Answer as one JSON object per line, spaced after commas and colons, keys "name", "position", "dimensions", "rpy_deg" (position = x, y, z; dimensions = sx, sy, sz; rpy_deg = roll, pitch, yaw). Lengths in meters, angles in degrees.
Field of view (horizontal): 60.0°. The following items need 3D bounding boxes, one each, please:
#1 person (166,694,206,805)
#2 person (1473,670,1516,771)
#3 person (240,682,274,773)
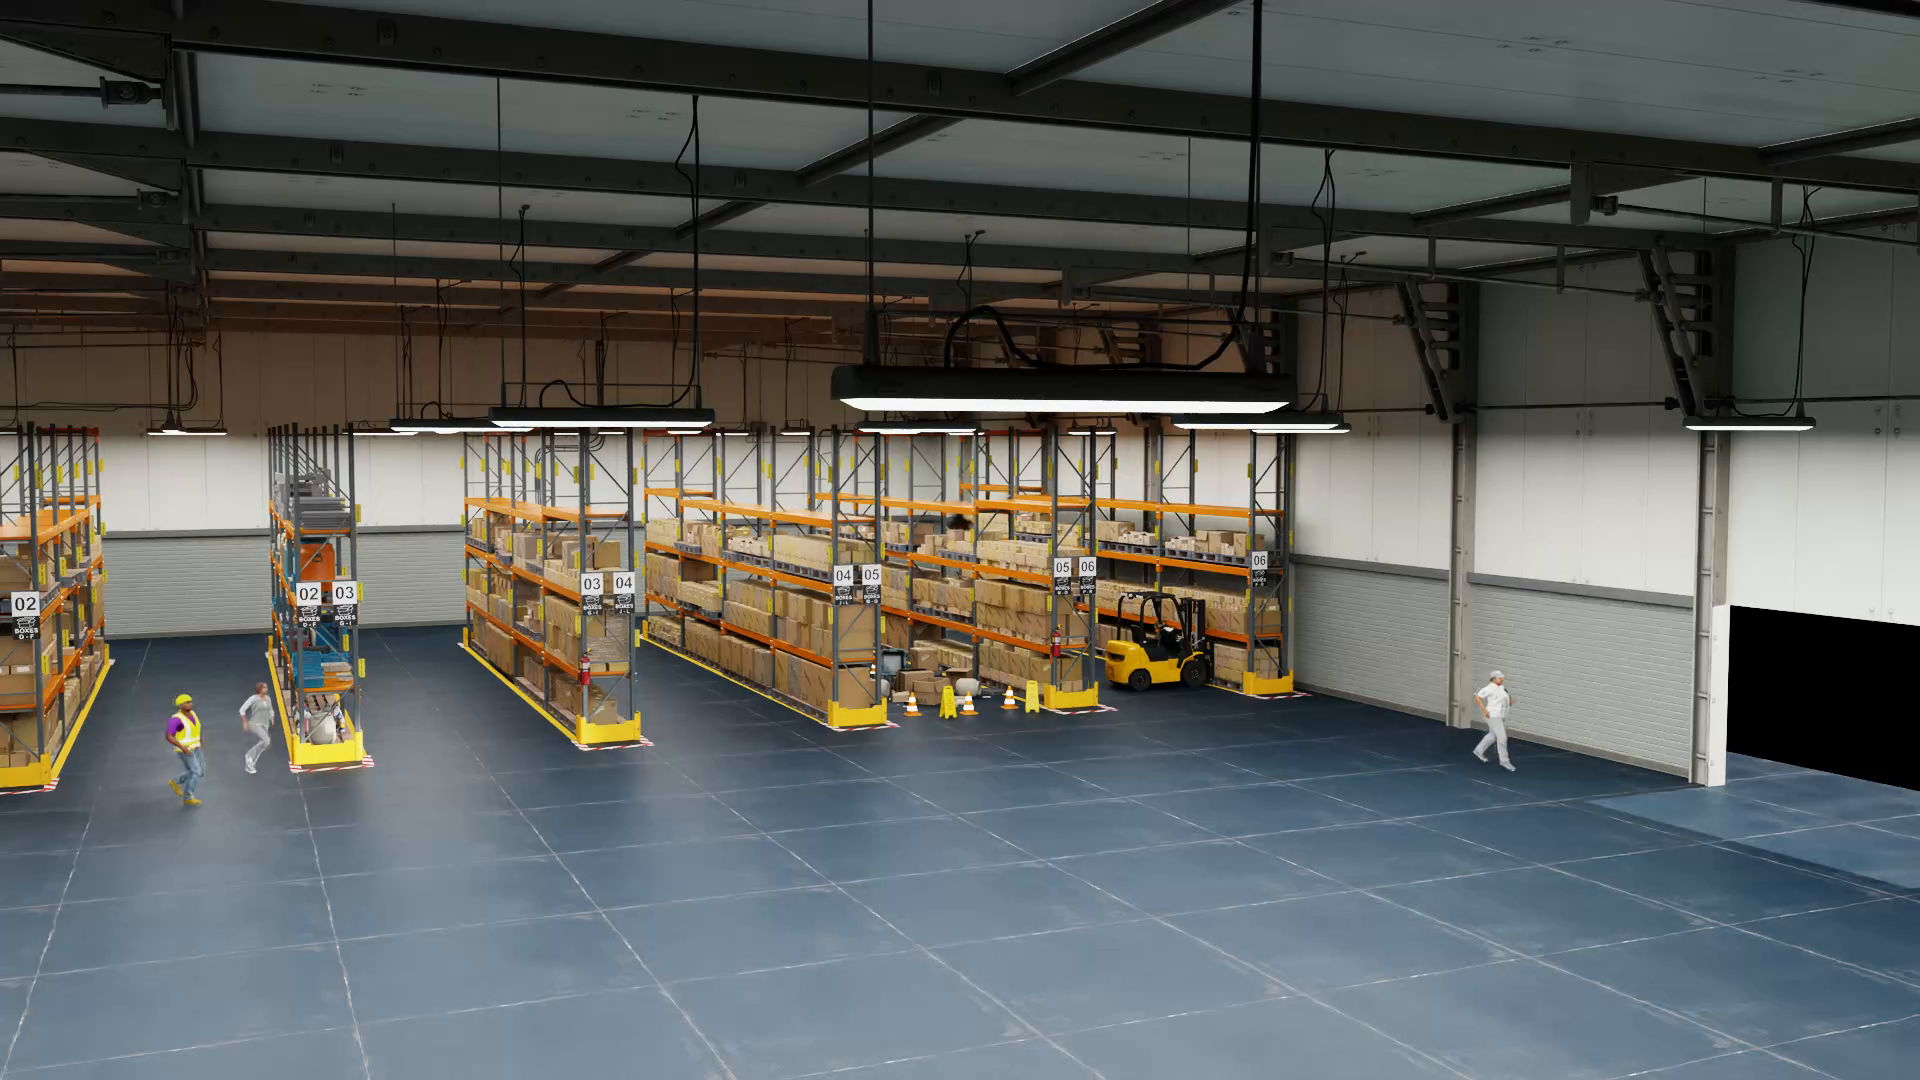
{"name": "person", "position": [-12.152, 3.273, 26.045], "dimensions": [0.561, 1.732, 0.693], "rpy_deg": [0, 4, 6]}
{"name": "person", "position": [9.321, 3.111, 28.926], "dimensions": [0.860, 1.696, 0.594], "rpy_deg": [3, 5, 43]}
{"name": "person", "position": [-11.984, 3.209, 28.552], "dimensions": [0.514, 1.527, 0.558], "rpy_deg": [2, 4, 25]}
